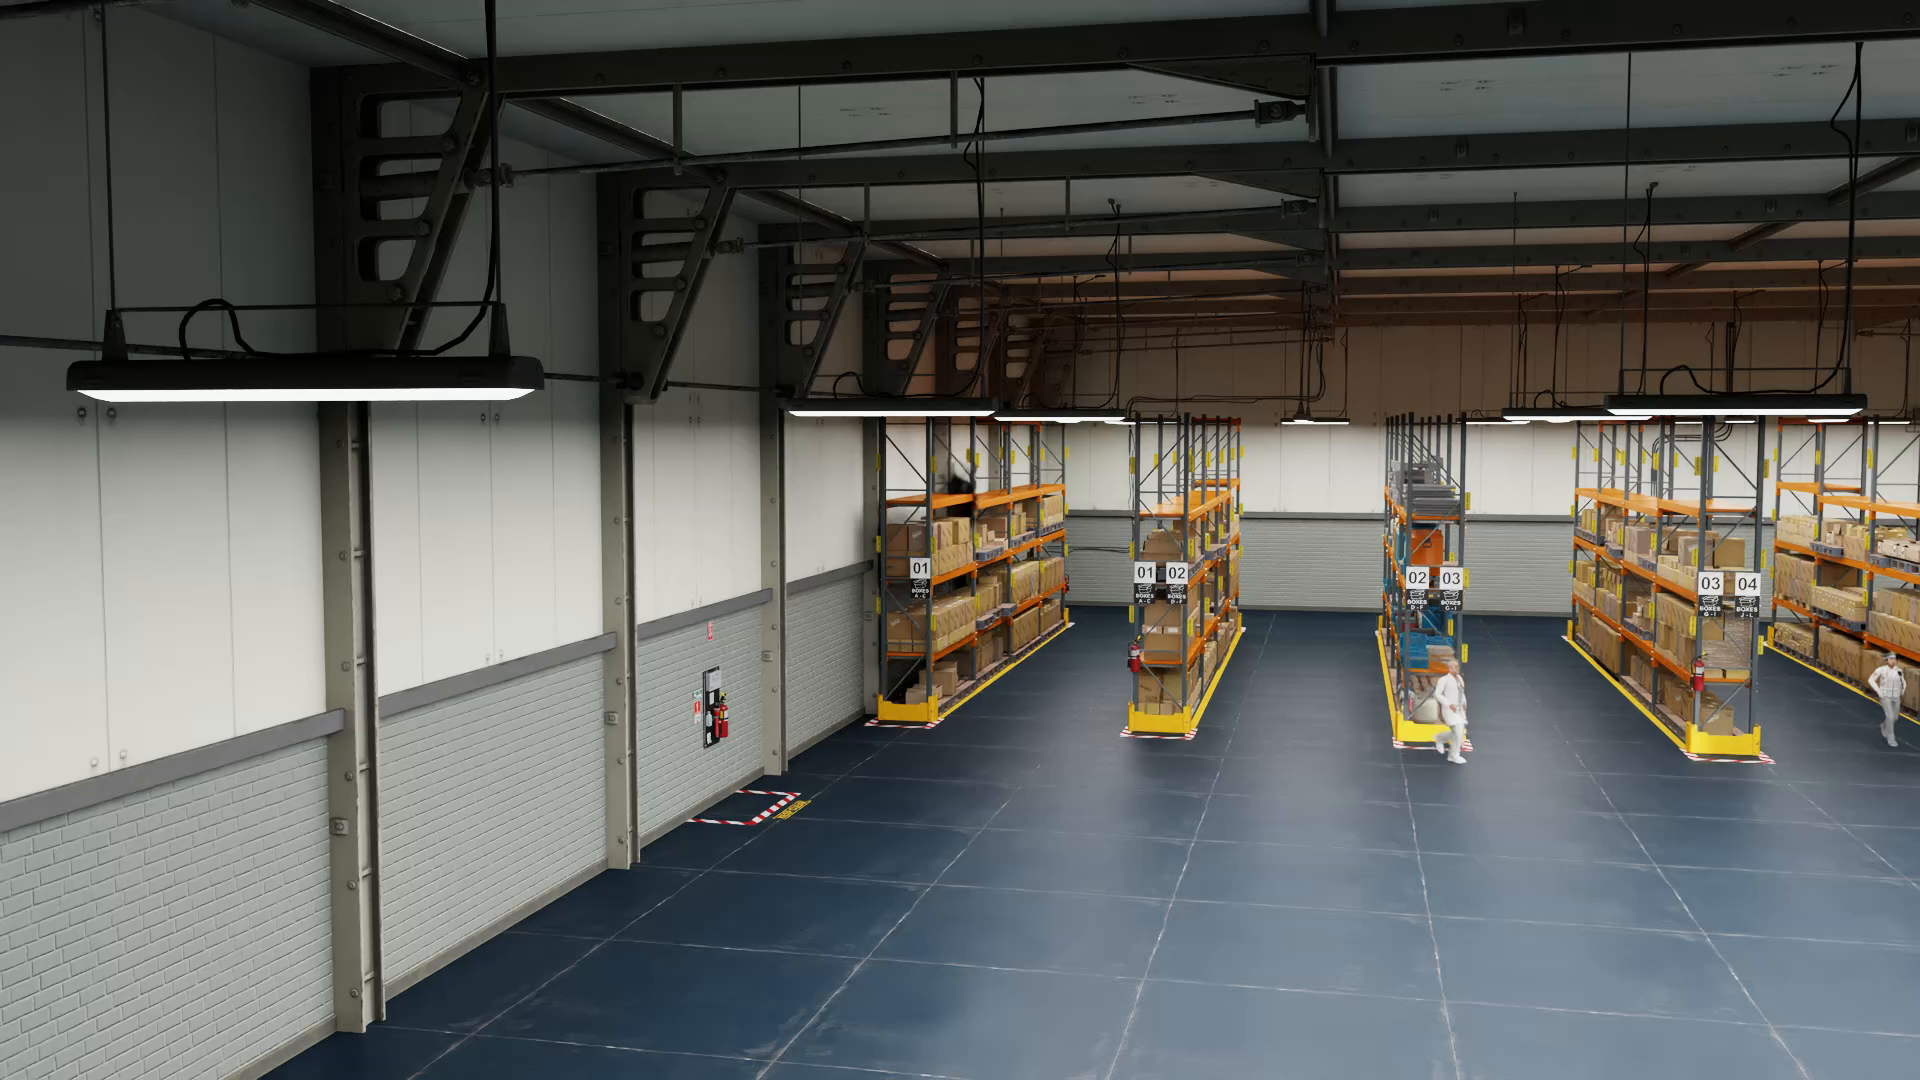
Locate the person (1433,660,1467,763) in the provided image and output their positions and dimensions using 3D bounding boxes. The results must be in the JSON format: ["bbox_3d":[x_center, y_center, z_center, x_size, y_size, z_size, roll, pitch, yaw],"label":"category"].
[{"bbox_3d":[8.406,2.923,28.556,0.736,1.732,0.730,-3,5,-39],"label":"person"}]

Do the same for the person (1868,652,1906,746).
[{"bbox_3d":[16.828,2.849,30.152,0.625,1.687,0.700,0,4,4],"label":"person"}]
